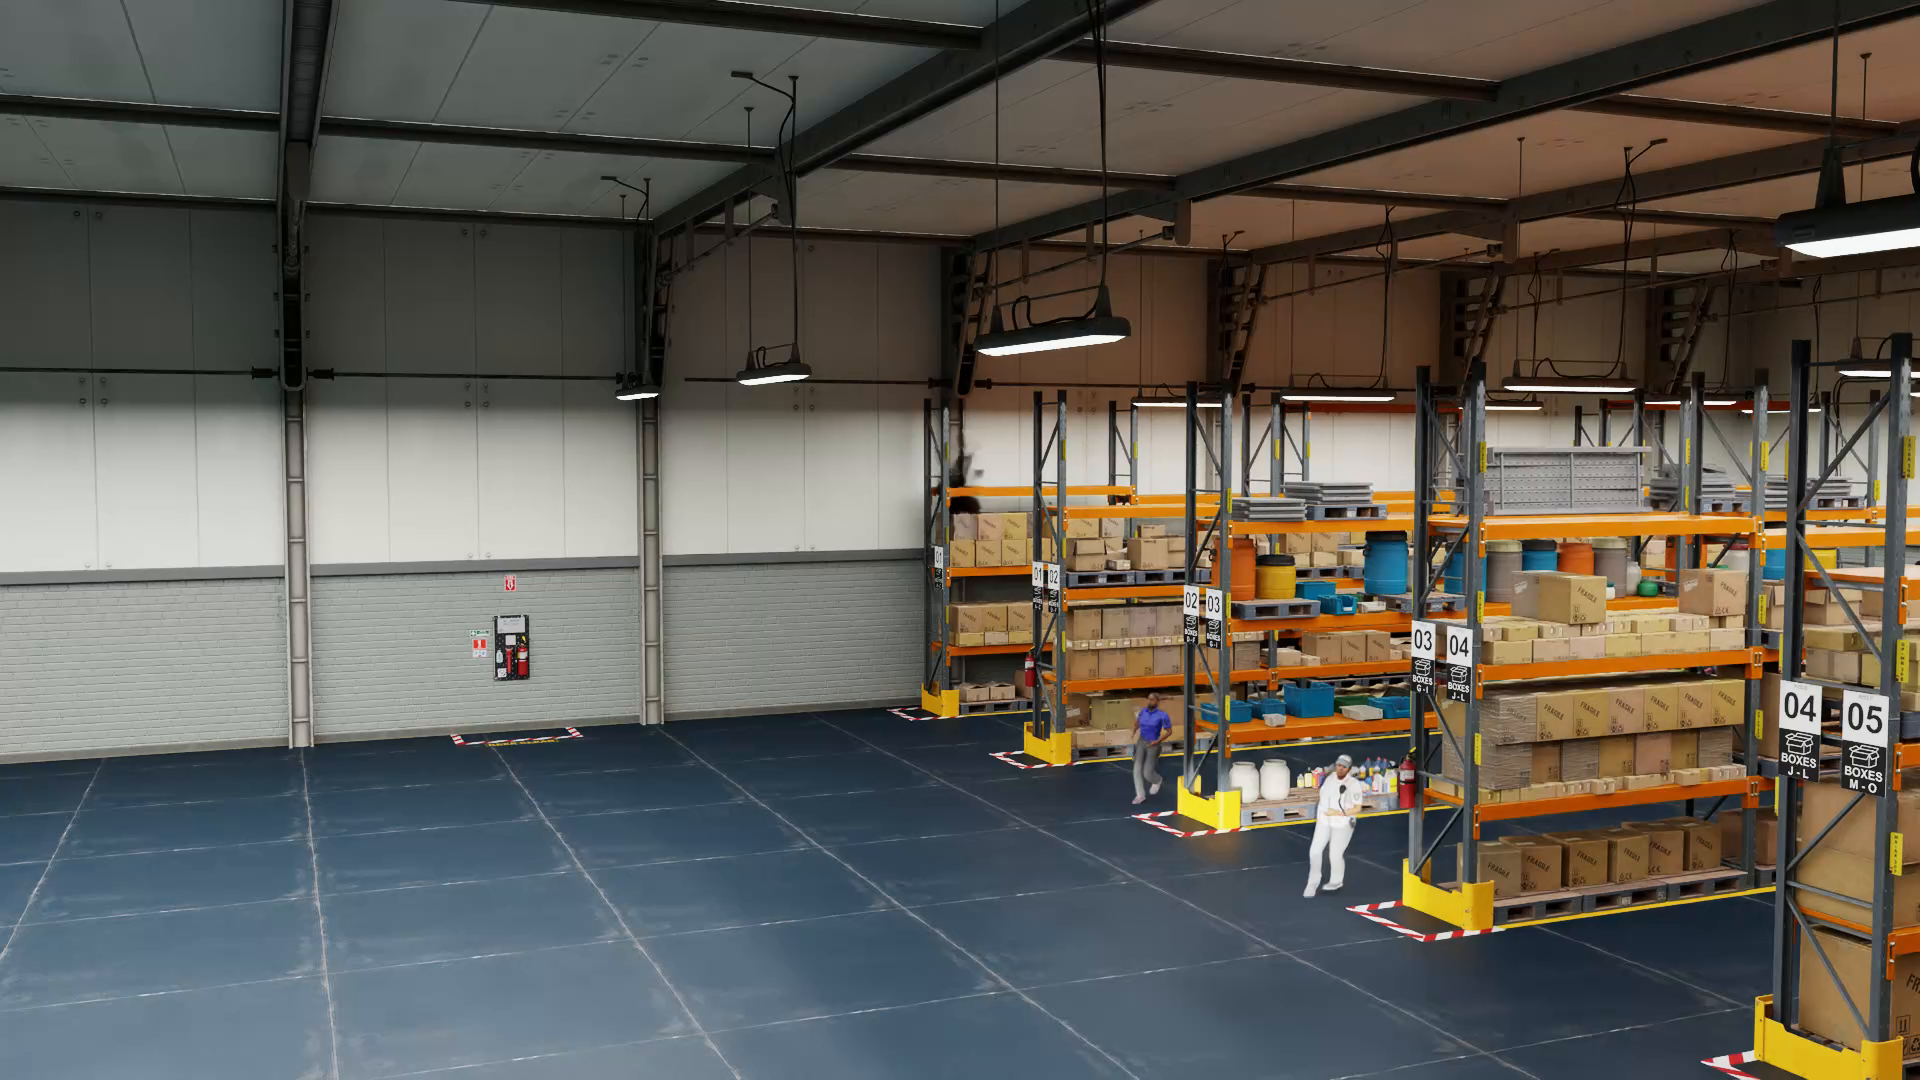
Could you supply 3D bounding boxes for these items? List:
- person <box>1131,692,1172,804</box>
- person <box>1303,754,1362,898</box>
[{"bbox_3d":[2.763,2.975,23.878,0.612,1.611,0.605,3,4,39],"label":"person"},{"bbox_3d":[4.261,3.253,18.839,0.638,1.694,0.642,2,4,36],"label":"person"}]
